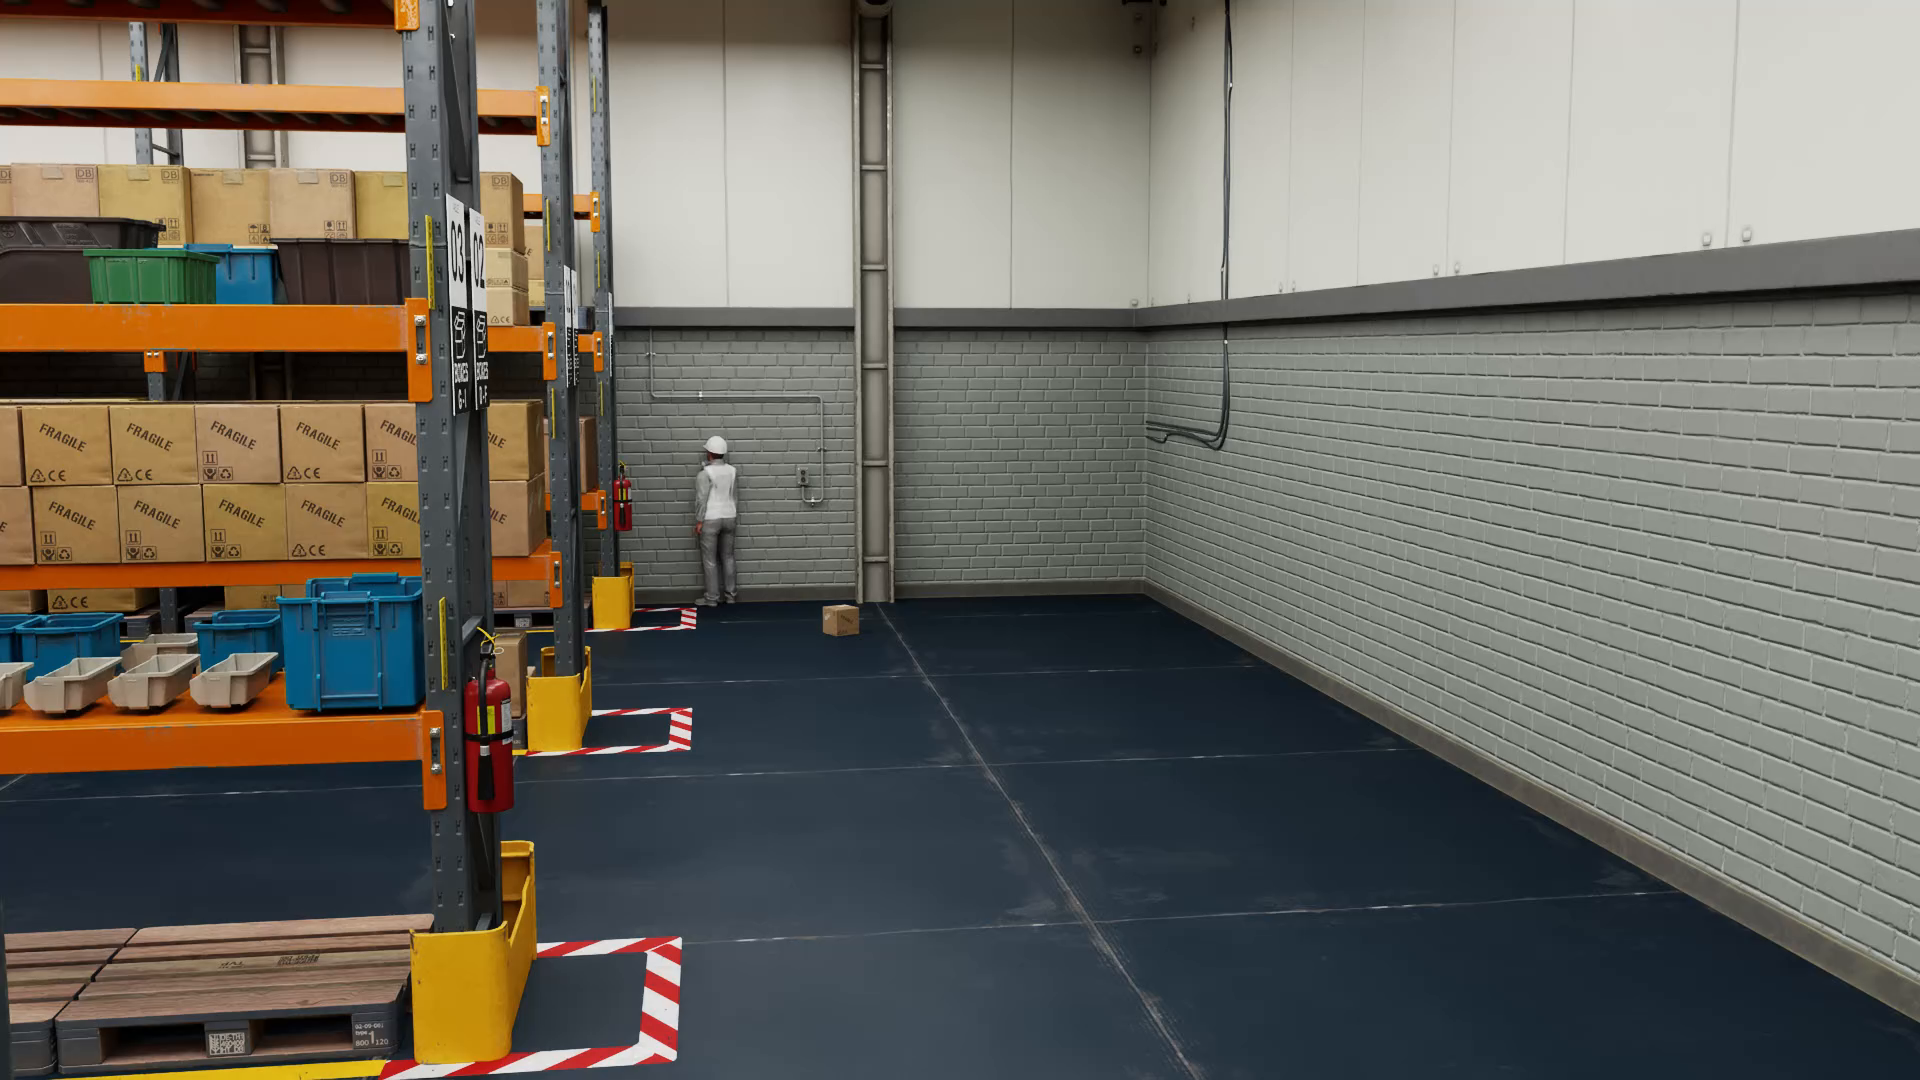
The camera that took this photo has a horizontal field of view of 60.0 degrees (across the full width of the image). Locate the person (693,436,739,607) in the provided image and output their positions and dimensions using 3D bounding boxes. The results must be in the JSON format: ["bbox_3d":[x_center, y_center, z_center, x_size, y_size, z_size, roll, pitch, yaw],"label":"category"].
[{"bbox_3d":[-2.560,-0.202,17.379,0.370,1.775,0.524,6,9,44],"label":"person"}]
